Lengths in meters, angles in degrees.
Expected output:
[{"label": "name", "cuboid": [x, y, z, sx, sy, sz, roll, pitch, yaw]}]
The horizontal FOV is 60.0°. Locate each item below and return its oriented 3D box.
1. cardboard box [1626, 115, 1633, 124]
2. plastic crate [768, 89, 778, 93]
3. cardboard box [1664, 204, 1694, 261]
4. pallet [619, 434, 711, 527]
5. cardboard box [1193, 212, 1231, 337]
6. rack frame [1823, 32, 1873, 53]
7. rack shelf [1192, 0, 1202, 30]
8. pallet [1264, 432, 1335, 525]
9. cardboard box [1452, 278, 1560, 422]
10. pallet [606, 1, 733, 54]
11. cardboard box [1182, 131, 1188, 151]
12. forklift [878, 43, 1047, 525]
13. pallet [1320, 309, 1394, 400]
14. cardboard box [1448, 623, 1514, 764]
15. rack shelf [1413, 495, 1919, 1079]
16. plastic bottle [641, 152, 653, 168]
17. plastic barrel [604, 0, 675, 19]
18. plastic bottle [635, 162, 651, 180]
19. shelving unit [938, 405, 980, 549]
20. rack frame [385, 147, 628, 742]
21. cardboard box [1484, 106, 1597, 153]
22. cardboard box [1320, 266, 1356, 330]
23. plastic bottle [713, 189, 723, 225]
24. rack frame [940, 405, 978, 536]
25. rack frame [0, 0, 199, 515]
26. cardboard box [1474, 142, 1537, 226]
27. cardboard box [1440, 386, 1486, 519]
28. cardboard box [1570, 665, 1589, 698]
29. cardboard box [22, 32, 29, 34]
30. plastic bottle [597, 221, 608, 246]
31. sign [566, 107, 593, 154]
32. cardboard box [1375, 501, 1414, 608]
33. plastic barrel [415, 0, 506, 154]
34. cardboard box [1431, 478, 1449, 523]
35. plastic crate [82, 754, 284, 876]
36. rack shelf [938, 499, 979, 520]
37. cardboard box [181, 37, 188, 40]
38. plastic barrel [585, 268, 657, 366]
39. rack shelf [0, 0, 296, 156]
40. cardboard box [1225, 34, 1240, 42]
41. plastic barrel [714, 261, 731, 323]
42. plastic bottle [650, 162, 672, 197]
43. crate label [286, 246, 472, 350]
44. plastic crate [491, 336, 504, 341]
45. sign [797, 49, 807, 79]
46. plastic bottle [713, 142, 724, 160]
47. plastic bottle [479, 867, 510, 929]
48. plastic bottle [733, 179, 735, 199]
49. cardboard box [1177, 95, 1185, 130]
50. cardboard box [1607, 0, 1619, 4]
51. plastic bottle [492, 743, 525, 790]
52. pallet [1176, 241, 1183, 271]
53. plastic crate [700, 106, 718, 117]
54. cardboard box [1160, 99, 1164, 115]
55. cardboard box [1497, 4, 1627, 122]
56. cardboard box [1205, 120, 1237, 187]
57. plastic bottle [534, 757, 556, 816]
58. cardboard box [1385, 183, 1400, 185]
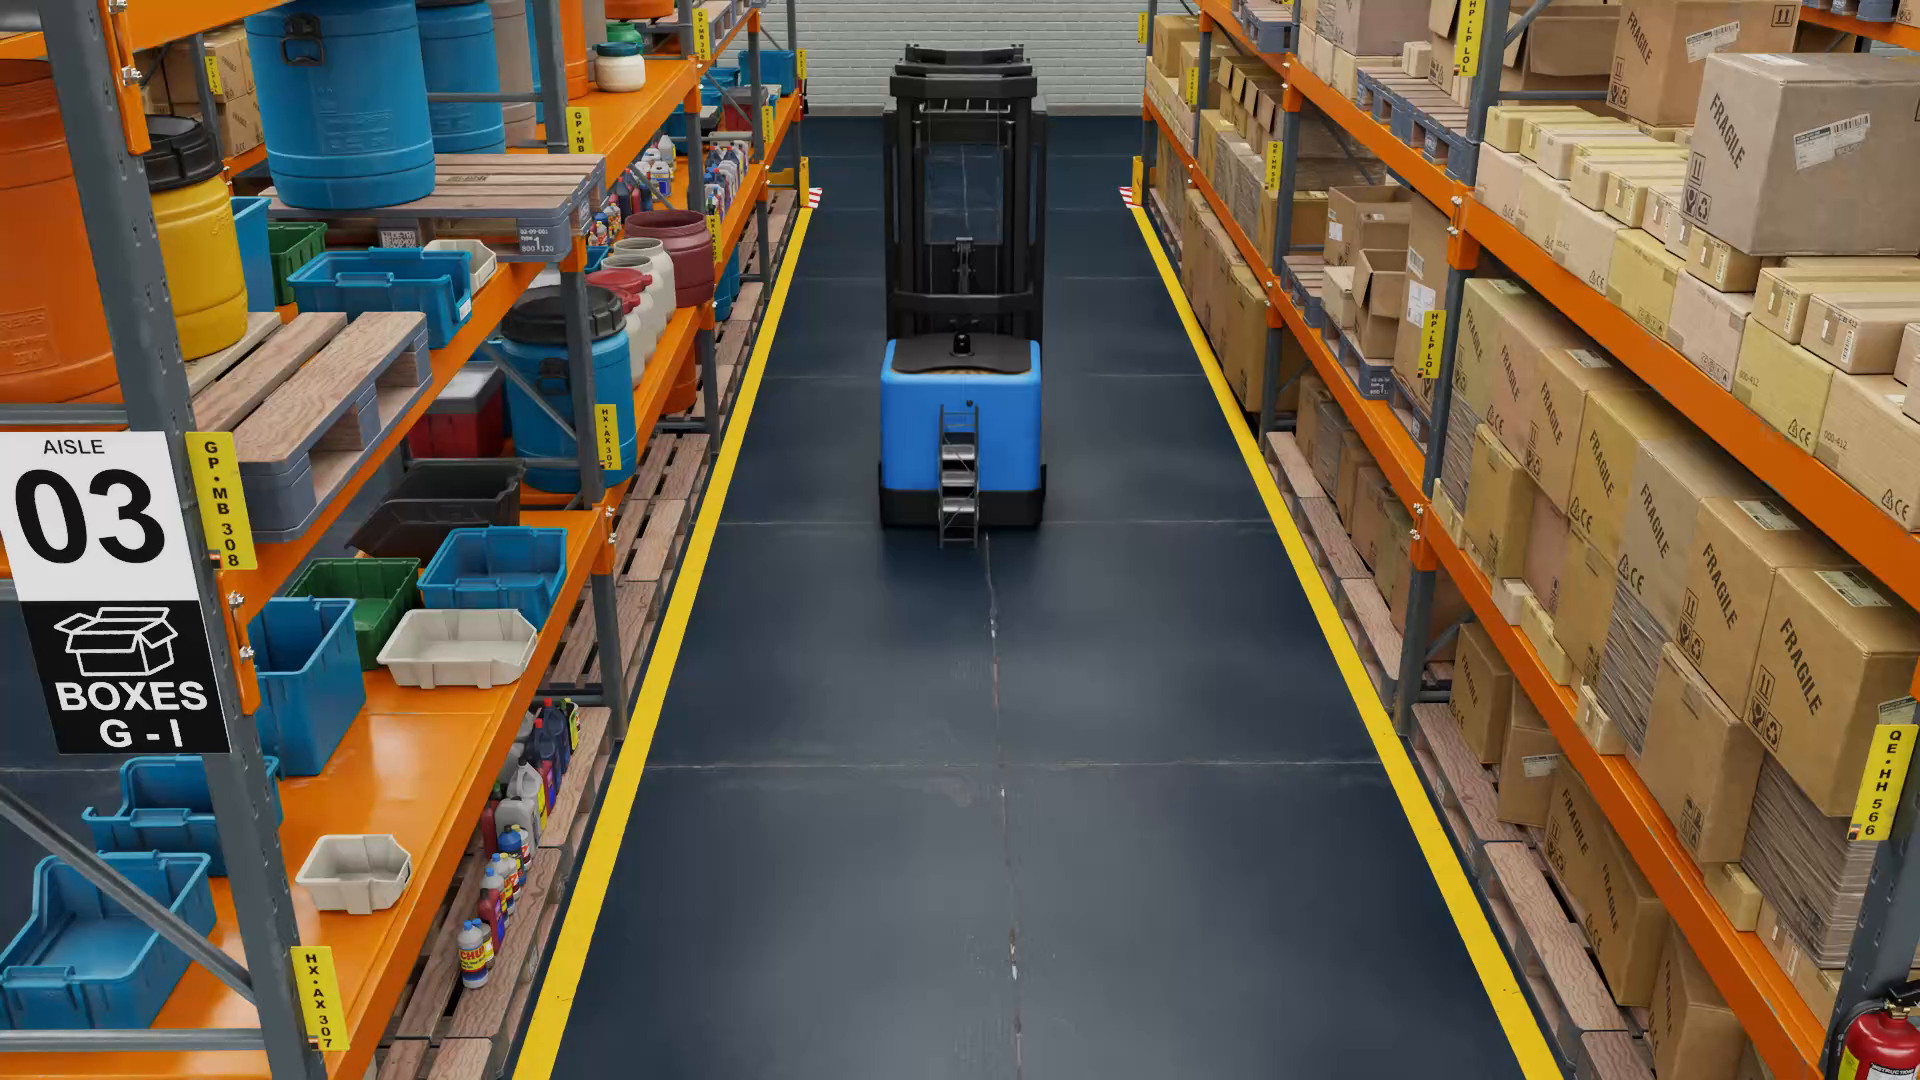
[{"label": "cardboard box", "cuboid": [3.034, -1.730, 6.993, 0.380, 0.149, 0.250, 0, 24, 1]}, {"label": "plastic crate", "cuboid": [-2.164, -4.757, 17.876, 0.396, 0.136, 0.243, 0, 24, -1]}, {"label": "cardboard box", "cuboid": [2.506, -0.976, 5.327, 0.380, 0.149, 0.250, -1, 24, -3]}, {"label": "pallet", "cuboid": [-2.285, -0.418, 11.419, 1.003, 0.211, 1.213, 0, 24, -1]}, {"label": "cardboard box", "cuboid": [2.692, -2.270, 14.198, 1.225, 0.875, 0.875, -1, 24, -2]}, {"label": "rack frame", "cuboid": [7.615, -3.660, 15.201, 1.000, 3.000, 0.127, 0, 24, -1]}, {"label": "rack shelf", "cuboid": [2.632, -5.542, 16.596, 1.077, 0.370, 4.000, 0, 24, -1]}, {"label": "pallet", "cuboid": [2.705, -0.438, 11.462, 1.003, 0.211, 1.213, 0, 24, -1]}, {"label": "cardboard box", "cuboid": [2.492, -0.832, 7.255, 0.500, 0.500, 0.500, 0, 24, -1]}, {"label": "pallet", "cuboid": [-2.166, -3.605, 11.669, 1.003, 0.211, 1.213, 0, 24, -1]}, {"label": "cardboard box", "cuboid": [2.320, -3.795, 15.805, 0.380, 0.149, 0.250, 0, 24, 0]}, {"label": "forklift", "cuboid": [0.039, -1.992, 11.597, 1.130, 2.935, 3.031, 1, 24, 1]}, {"label": "pallet", "cuboid": [2.760, -1.128, 9.836, 1.003, 0.211, 1.213, 0, 24, -1]}, {"label": "cardboard box", "cuboid": [2.706, 0.730, 8.019, 0.500, 0.500, 0.500, -1, 24, -2]}, {"label": "rack shelf", "cuboid": [2.763, 0.770, 6.281, 1.077, 0.370, 4.000, 0, 24, -1]}, {"label": "plastic bottle", "cuboid": [-2.697, -3.207, 14.357, 0.097, 0.271, 0.097, 0, 24, 0]}, {"label": "plastic barrel", "cuboid": [-2.258, -3.996, 11.275, 0.600, 0.830, 0.708, 0, 24, -1]}, {"label": "plastic bottle", "cuboid": [-2.664, -3.026, 13.951, 0.152, 0.276, 0.135, 0, 24, -1]}, {"label": "shelving unit", "cuboid": [-0.007, -0.397, 10.535, 0.258, 0.900, 0.210, 1, 24, 1]}, {"label": "rack frame", "cuboid": [-2.211, -0.360, 7.906, 1.000, 3.000, 0.127, 0, 24, -1]}, {"label": "cardboard box", "cuboid": [2.437, -1.727, 6.987, 0.380, 0.149, 0.250, -1, 24, -2]}, {"label": "cardboard box", "cuboid": [2.486, -1.462, 10.015, 0.500, 0.250, 0.500, -1, 24, -2]}, {"label": "plastic bottle", "cuboid": [-1.903, -2.611, 13.025, 0.061, 0.283, 0.133, 0, 24, -1]}, {"label": "rack frame", "cuboid": [-0.004, -0.439, 10.628, 0.240, 0.900, 0.006, 1, 24, 1]}, {"label": "rack frame", "cuboid": [-2.168, -1.445, 3.026, 1.000, 3.000, 0.127, 0, 24, -1]}, {"label": "cardboard box", "cuboid": [2.490, -1.494, 6.956, 0.500, 0.250, 0.500, -1, 24, -3]}, {"label": "cardboard box", "cuboid": [2.684, -0.378, 7.463, 0.875, 0.500, 0.500, 0, 24, -1]}, {"label": "cardboard box", "cuboid": [2.521, 0.543, 6.215, 0.380, 0.149, 0.250, 0, 24, -1]}, {"label": "cardboard box", "cuboid": [-7.258, -4.004, 12.202, 0.910, 0.500, 0.500, 0, 24, -1]}, {"label": "plastic bottle", "cuboid": [-2.673, -2.265, 12.360, 0.097, 0.201, 0.097, 0, 24, 0]}, {"label": "sign", "cuboid": [-1.661, -1.729, 7.282, 0.100, 0.325, 0.005, 0, 24, -1]}, {"label": "cardboard box", "cuboid": [2.770, 0.106, 9.374, 0.700, 0.500, 0.500, 0, 24, -1]}, {"label": "plastic barrel", "cuboid": [-2.434, -2.164, 7.646, 0.600, 0.901, 0.708, 0, 24, -1]}, {"label": "cardboard box", "cuboid": [2.443, -0.178, 7.808, 0.380, 0.149, 0.250, 0, 24, -1]}, {"label": "plastic crate", "cuboid": [-2.474, 0.883, 5.337, 0.499, 0.251, 0.408, 0, 24, -1]}, {"label": "rack shelf", "cuboid": [-0.007, -0.202, 10.623, 0.258, 0.077, 0.200, 1, 24, 1]}, {"label": "cardboard box", "cuboid": [-7.524, -4.555, 15.847, 0.500, 0.500, 0.500, -1, 24, -2]}, {"label": "plastic barrel", "cuboid": [-2.015, -1.298, 9.815, 0.433, 0.535, 0.433, 0, 24, 0]}, {"label": "rack shelf", "cuboid": [-2.190, -1.759, 5.078, 1.077, 0.370, 4.000, 0, 24, -1]}, {"label": "cardboard box", "cuboid": [2.897, -4.704, 16.421, 0.500, 0.500, 0.500, -1, 24, -2]}, {"label": "plastic barrel", "cuboid": [-2.302, -2.376, 14.400, 0.600, 0.901, 0.708, 0, 24, -1]}, {"label": "plastic bottle", "cuboid": [-2.512, -3.027, 13.953, 0.152, 0.276, 0.135, 0, 24, -1]}, {"label": "crate label", "cuboid": [-1.858, -0.784, 5.383, 0.502, 0.251, 0.408, 0, 24, -1]}, {"label": "plastic crate", "cuboid": [-2.513, -0.980, 9.534, 0.450, 0.188, 0.662, 0, 24, -1]}, {"label": "sign", "cuboid": [-1.792, -5.388, 18.826, 0.100, 0.325, 0.005, 0, 24, -1]}, {"label": "plastic bottle", "cuboid": [-2.106, -3.256, 14.369, 0.144, 0.351, 0.185, 0, 24, -1]}, {"label": "plastic bottle", "cuboid": [-1.880, 1.441, 6.701, 0.097, 0.271, 0.097, 0, 24, 0]}, {"label": "plastic bottle", "cuboid": [-1.931, -2.944, 13.860, 0.097, 0.201, 0.097, 0, 24, 0]}, {"label": "cardboard box", "cuboid": [2.379, -4.140, 16.085, 0.500, 0.250, 0.500, 0, 24, 1]}, {"label": "cardboard box", "cuboid": [7.311, -5.758, 18.146, 0.500, 0.500, 0.500, 0, 24, -1]}, {"label": "plastic bottle", "cuboid": [-2.062, 1.035, 7.594, 0.152, 0.276, 0.135, 0, 24, -1]}, {"label": "pallet", "cuboid": [2.724, -2.722, 16.512, 1.003, 0.211, 1.213, 0, 24, -1]}, {"label": "plastic crate", "cuboid": [-2.618, -4.280, 16.820, 0.293, 0.136, 0.466, 0, 24, -1]}, {"label": "cardboard box", "cuboid": [2.301, -4.535, 17.442, 0.380, 0.149, 0.250, -1, 24, -1]}, {"label": "cardboard box", "cuboid": [2.835, -2.182, 7.659, 0.797, 0.503, 0.637, -1, 24, -3]}, {"label": "cardboard box", "cuboid": [2.416, -3.327, 14.344, 0.500, 0.500, 0.500, 0, 24, 0]}, {"label": "plastic bottle", "cuboid": [-1.871, 1.087, 7.469, 0.061, 0.283, 0.133, 1, 24, 3]}, {"label": "cardboard box", "cuboid": [2.964, -2.278, 12.025, 0.500, 0.500, 0.500, 0, 24, 1]}]
